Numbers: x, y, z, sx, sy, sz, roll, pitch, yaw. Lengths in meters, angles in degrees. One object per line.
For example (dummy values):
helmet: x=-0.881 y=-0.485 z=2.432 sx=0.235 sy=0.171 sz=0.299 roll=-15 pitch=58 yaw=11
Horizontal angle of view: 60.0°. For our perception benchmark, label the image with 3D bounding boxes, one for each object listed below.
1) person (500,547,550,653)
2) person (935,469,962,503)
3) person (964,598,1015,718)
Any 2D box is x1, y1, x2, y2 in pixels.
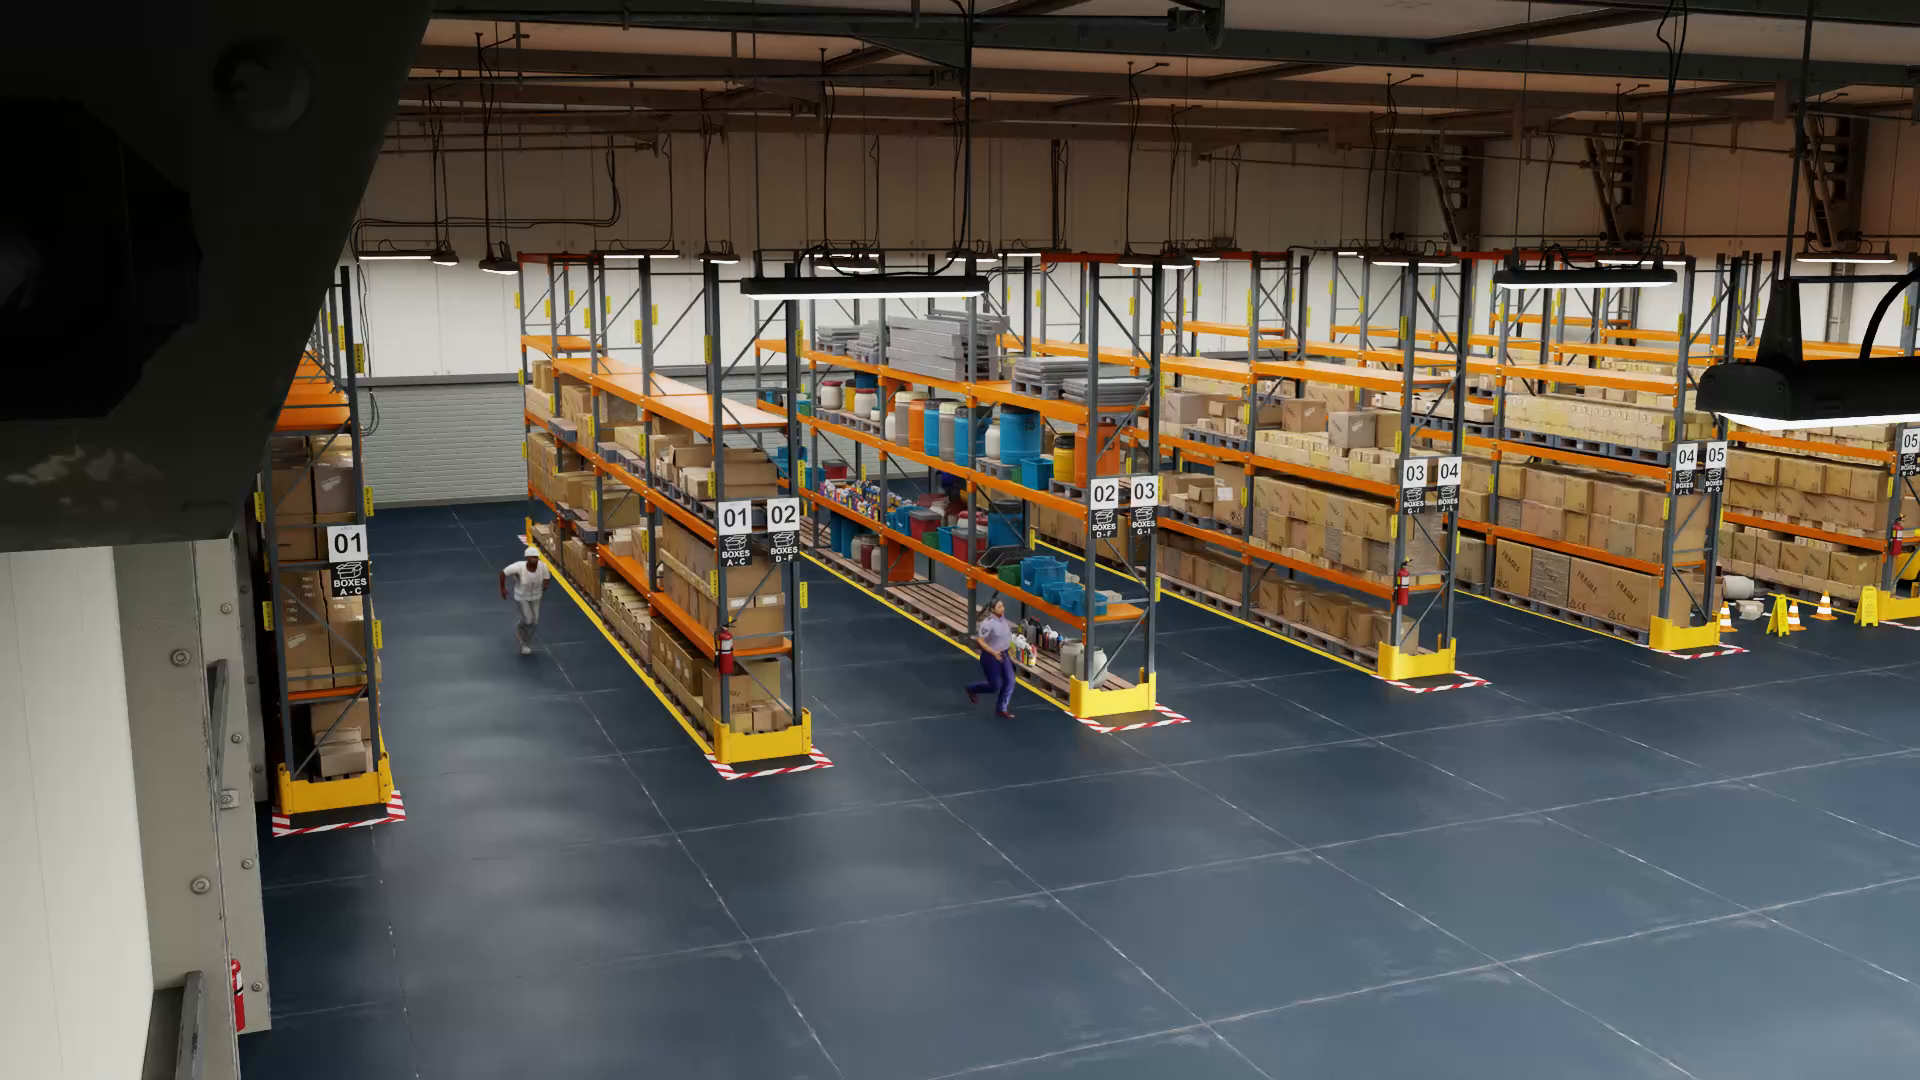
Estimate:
person: x=-6.577 y=0.923 z=25.359 sx=0.703 sy=1.681 sz=0.710 roll=-9 pitch=13 yaw=-39
person: x=-0.261 y=-1.049 z=36.661 sx=0.569 sy=1.424 sz=1.095 roll=-1 pitch=10 yaw=-6
person: x=0.424 y=1.558 z=22.151 sx=0.719 sy=1.612 sz=0.618 roll=8 pitch=13 yaw=36
